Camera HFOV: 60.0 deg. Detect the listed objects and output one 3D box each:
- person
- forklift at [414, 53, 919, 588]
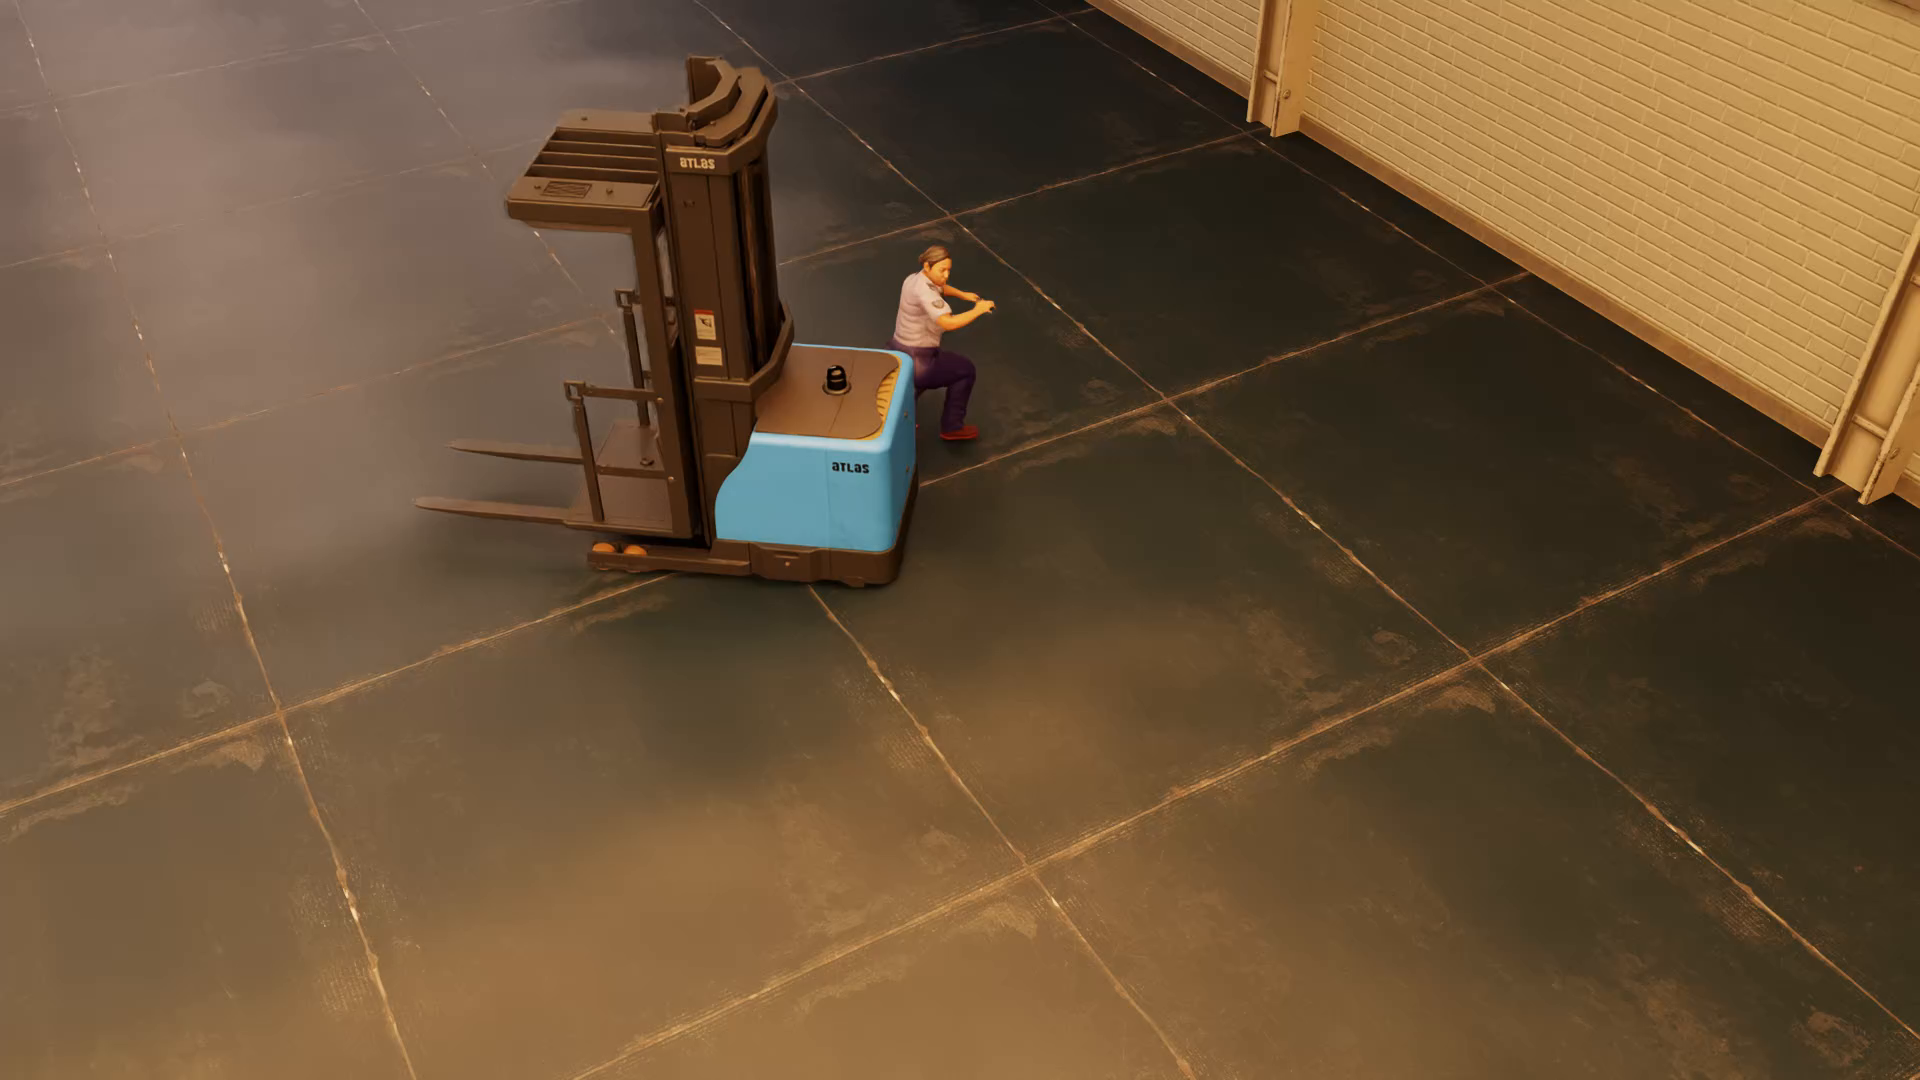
[{"bbox_3d":[-0.073,-1.288,10.821,0.922,1.386,0.730,-26,46,-28],"label":"person"},{"bbox_3d":[-1.822,-1.258,9.553,3.031,2.935,1.130,5,40,6],"label":"forklift"}]
